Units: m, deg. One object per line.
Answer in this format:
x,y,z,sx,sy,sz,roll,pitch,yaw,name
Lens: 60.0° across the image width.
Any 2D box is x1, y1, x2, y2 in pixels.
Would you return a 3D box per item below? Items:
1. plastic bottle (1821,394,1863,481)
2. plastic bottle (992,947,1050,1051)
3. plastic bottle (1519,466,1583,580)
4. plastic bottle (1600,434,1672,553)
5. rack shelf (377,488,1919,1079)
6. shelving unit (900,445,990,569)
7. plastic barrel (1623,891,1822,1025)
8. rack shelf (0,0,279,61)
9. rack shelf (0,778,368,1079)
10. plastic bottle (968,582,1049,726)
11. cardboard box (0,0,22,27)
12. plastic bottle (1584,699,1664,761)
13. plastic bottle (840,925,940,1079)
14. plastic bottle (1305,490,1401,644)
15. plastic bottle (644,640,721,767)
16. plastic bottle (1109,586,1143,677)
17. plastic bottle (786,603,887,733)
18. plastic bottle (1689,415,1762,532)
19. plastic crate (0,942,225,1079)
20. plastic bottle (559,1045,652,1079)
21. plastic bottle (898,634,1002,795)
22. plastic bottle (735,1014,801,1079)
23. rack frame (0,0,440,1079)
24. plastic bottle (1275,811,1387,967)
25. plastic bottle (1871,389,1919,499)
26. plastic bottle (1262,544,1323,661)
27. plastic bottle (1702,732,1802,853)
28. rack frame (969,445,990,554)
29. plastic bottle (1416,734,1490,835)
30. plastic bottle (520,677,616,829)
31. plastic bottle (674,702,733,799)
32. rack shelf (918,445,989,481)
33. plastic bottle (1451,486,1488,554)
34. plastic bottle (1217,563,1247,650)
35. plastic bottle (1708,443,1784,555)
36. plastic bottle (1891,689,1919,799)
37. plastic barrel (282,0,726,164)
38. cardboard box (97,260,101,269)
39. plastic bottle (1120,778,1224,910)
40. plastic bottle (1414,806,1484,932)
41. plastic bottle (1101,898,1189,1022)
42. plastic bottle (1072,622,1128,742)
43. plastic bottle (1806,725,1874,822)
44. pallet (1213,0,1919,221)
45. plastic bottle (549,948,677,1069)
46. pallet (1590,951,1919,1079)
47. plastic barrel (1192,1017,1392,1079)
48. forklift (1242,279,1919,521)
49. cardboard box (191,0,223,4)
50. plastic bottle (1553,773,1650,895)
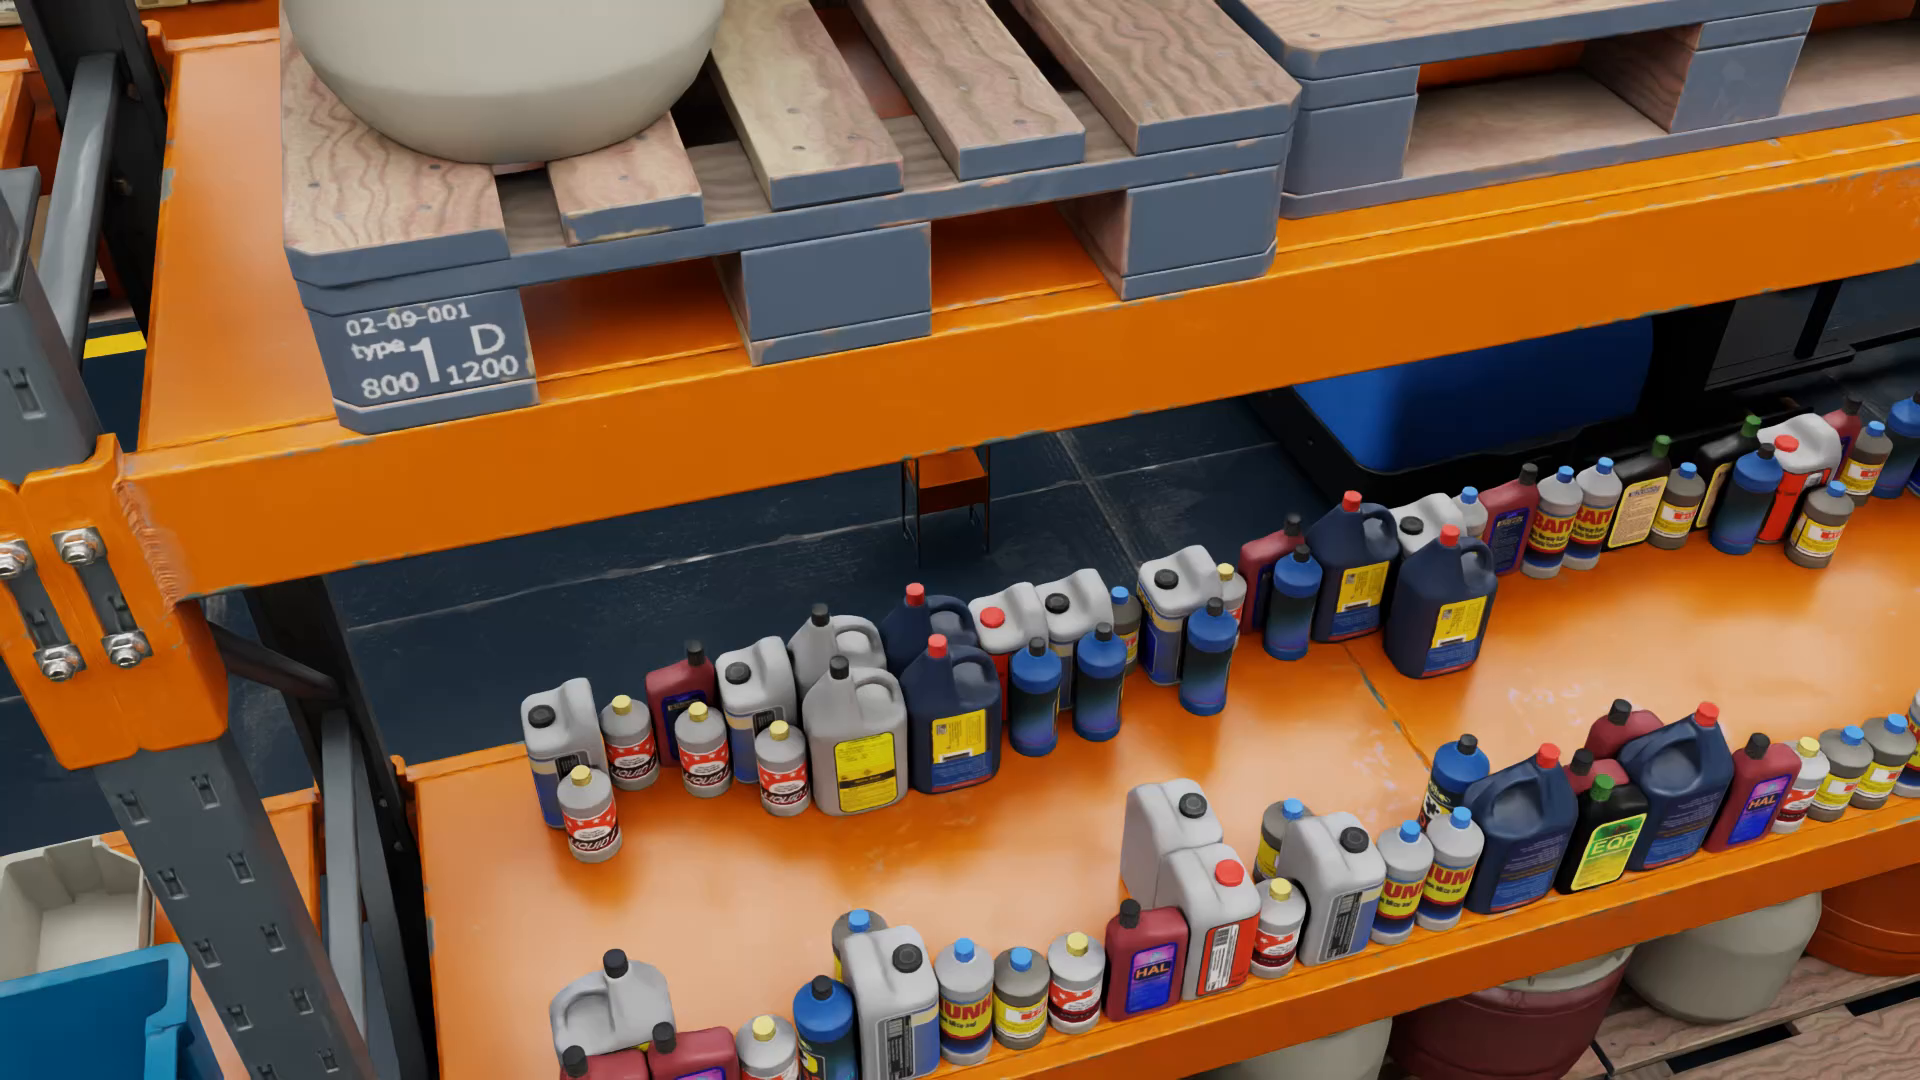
1.961,-0.203,3.791,0.133,0.283,0.061,-12,42,-13,plastic bottle
0.100,0.750,2.763,0.097,0.201,0.097,0,41,0,plastic bottle
1.288,-0.046,3.621,0.097,0.271,0.097,0,41,0,plastic bottle
1.486,-0.104,3.678,0.133,0.283,0.061,-12,42,-13,plastic bottle
0.891,0.500,3.444,4.000,0.370,1.077,-12,42,-13,rack shelf
-0.051,-0.385,5.392,0.252,1.050,0.215,-12,42,-13,shelving unit
1.825,0.888,4.025,0.421,0.512,0.421,0,41,0,plastic barrel
-4.412,-1.817,6.097,4.000,0.370,1.077,-12,42,-13,rack shelf
-2.925,1.291,2.539,4.000,0.370,1.077,-12,42,-13,rack shelf
0.091,0.219,3.314,0.135,0.276,0.152,-12,42,-13,plastic bottle
-3.433,-1.971,5.917,0.250,0.149,0.380,-11,42,-12,cardboard box
1.231,0.398,3.103,0.133,0.283,0.061,-12,42,-13,plastic bottle
-0.112,0.747,2.710,0.135,0.276,0.152,-12,42,-13,plastic bottle
0.812,0.039,3.463,0.185,0.351,0.144,-12,42,-13,plastic bottle
-0.531,0.314,3.200,0.133,0.283,0.061,-12,42,-13,plastic bottle
0.322,0.180,3.415,0.097,0.201,0.097,0,41,0,plastic bottle
-0.239,0.256,3.214,0.185,0.351,0.144,-12,42,-13,plastic bottle
1.706,-0.150,3.730,0.133,0.283,0.061,-12,42,-13,plastic bottle
-1.360,0.915,2.390,0.575,0.384,0.392,-12,42,-13,plastic crate
-0.539,0.864,2.570,0.133,0.283,0.061,-12,42,-13,plastic bottle
-0.019,0.310,3.152,0.185,0.351,0.144,-12,42,-13,plastic bottle
-0.307,0.834,2.666,0.097,0.201,0.097,0,41,0,plastic bottle
-1.017,0.625,2.755,0.127,3.000,1.000,-12,42,-13,rack frame
0.643,0.590,2.889,0.135,0.276,0.152,-12,42,-13,plastic bottle
2.170,-0.229,3.830,0.097,0.271,0.097,0,41,0,plastic bottle
0.689,0.120,3.431,0.097,0.271,0.097,0,41,0,plastic bottle
1.450,0.452,3.042,0.133,0.283,0.061,-12,42,-13,plastic bottle
0.065,-0.409,5.420,0.008,1.050,0.200,-12,42,-13,rack frame
0.905,0.457,3.044,0.097,0.271,0.097,0,41,0,plastic bottle
-0.738,0.391,3.117,0.135,0.276,0.152,-12,42,-13,plastic bottle
-0.490,0.391,3.174,0.097,0.201,0.097,0,41,0,plastic bottle
-0.051,-0.377,5.399,0.240,0.259,0.215,-12,42,-13,rack shelf
1.068,-0.001,3.569,0.097,0.271,0.097,0,41,0,plastic bottle
0.543,0.134,3.467,0.097,0.201,0.097,0,41,0,plastic bottle
1.747,-0.099,3.682,0.097,0.271,0.097,0,41,0,plastic bottle
1.834,0.364,3.151,0.097,0.271,0.097,0,41,0,plastic bottle
-0.440,-0.661,1.524,0.433,0.535,0.433,0,41,0,plastic barrel
-3.158,-1.761,6.782,0.875,0.875,0.875,-12,42,-13,cardboard box
0.376,0.541,2.946,0.135,0.276,0.152,-12,42,-13,plastic bottle
0.855,0.567,2.919,0.097,0.271,0.097,0,41,0,plastic bottle
0.308,0.688,2.771,0.133,0.283,0.061,-12,42,-13,plastic bottle
0.275,0.269,3.260,0.097,0.271,0.097,0,41,0,plastic bottle
1.648,0.429,3.130,0.097,0.201,0.097,0,41,0,plastic bottle
0.782,-0.876,2.336,1.213,0.211,1.003,-12,42,-13,pallet
-0.545,0.769,2.627,0.185,0.351,0.144,-12,42,-13,plastic bottle
2.059,1.066,4.369,1.213,0.211,1.003,-12,42,-13,pallet
0.748,1.111,3.770,0.421,0.512,0.421,0,41,0,plastic barrel
2.598,-1.735,5.508,3.031,2.935,1.130,-14,43,-15,forklift
-2.697,-2.123,6.091,0.250,0.149,0.380,-11,42,-13,cardboard box
1.147,0.515,2.970,0.133,0.283,0.061,-12,42,-13,plastic bottle
